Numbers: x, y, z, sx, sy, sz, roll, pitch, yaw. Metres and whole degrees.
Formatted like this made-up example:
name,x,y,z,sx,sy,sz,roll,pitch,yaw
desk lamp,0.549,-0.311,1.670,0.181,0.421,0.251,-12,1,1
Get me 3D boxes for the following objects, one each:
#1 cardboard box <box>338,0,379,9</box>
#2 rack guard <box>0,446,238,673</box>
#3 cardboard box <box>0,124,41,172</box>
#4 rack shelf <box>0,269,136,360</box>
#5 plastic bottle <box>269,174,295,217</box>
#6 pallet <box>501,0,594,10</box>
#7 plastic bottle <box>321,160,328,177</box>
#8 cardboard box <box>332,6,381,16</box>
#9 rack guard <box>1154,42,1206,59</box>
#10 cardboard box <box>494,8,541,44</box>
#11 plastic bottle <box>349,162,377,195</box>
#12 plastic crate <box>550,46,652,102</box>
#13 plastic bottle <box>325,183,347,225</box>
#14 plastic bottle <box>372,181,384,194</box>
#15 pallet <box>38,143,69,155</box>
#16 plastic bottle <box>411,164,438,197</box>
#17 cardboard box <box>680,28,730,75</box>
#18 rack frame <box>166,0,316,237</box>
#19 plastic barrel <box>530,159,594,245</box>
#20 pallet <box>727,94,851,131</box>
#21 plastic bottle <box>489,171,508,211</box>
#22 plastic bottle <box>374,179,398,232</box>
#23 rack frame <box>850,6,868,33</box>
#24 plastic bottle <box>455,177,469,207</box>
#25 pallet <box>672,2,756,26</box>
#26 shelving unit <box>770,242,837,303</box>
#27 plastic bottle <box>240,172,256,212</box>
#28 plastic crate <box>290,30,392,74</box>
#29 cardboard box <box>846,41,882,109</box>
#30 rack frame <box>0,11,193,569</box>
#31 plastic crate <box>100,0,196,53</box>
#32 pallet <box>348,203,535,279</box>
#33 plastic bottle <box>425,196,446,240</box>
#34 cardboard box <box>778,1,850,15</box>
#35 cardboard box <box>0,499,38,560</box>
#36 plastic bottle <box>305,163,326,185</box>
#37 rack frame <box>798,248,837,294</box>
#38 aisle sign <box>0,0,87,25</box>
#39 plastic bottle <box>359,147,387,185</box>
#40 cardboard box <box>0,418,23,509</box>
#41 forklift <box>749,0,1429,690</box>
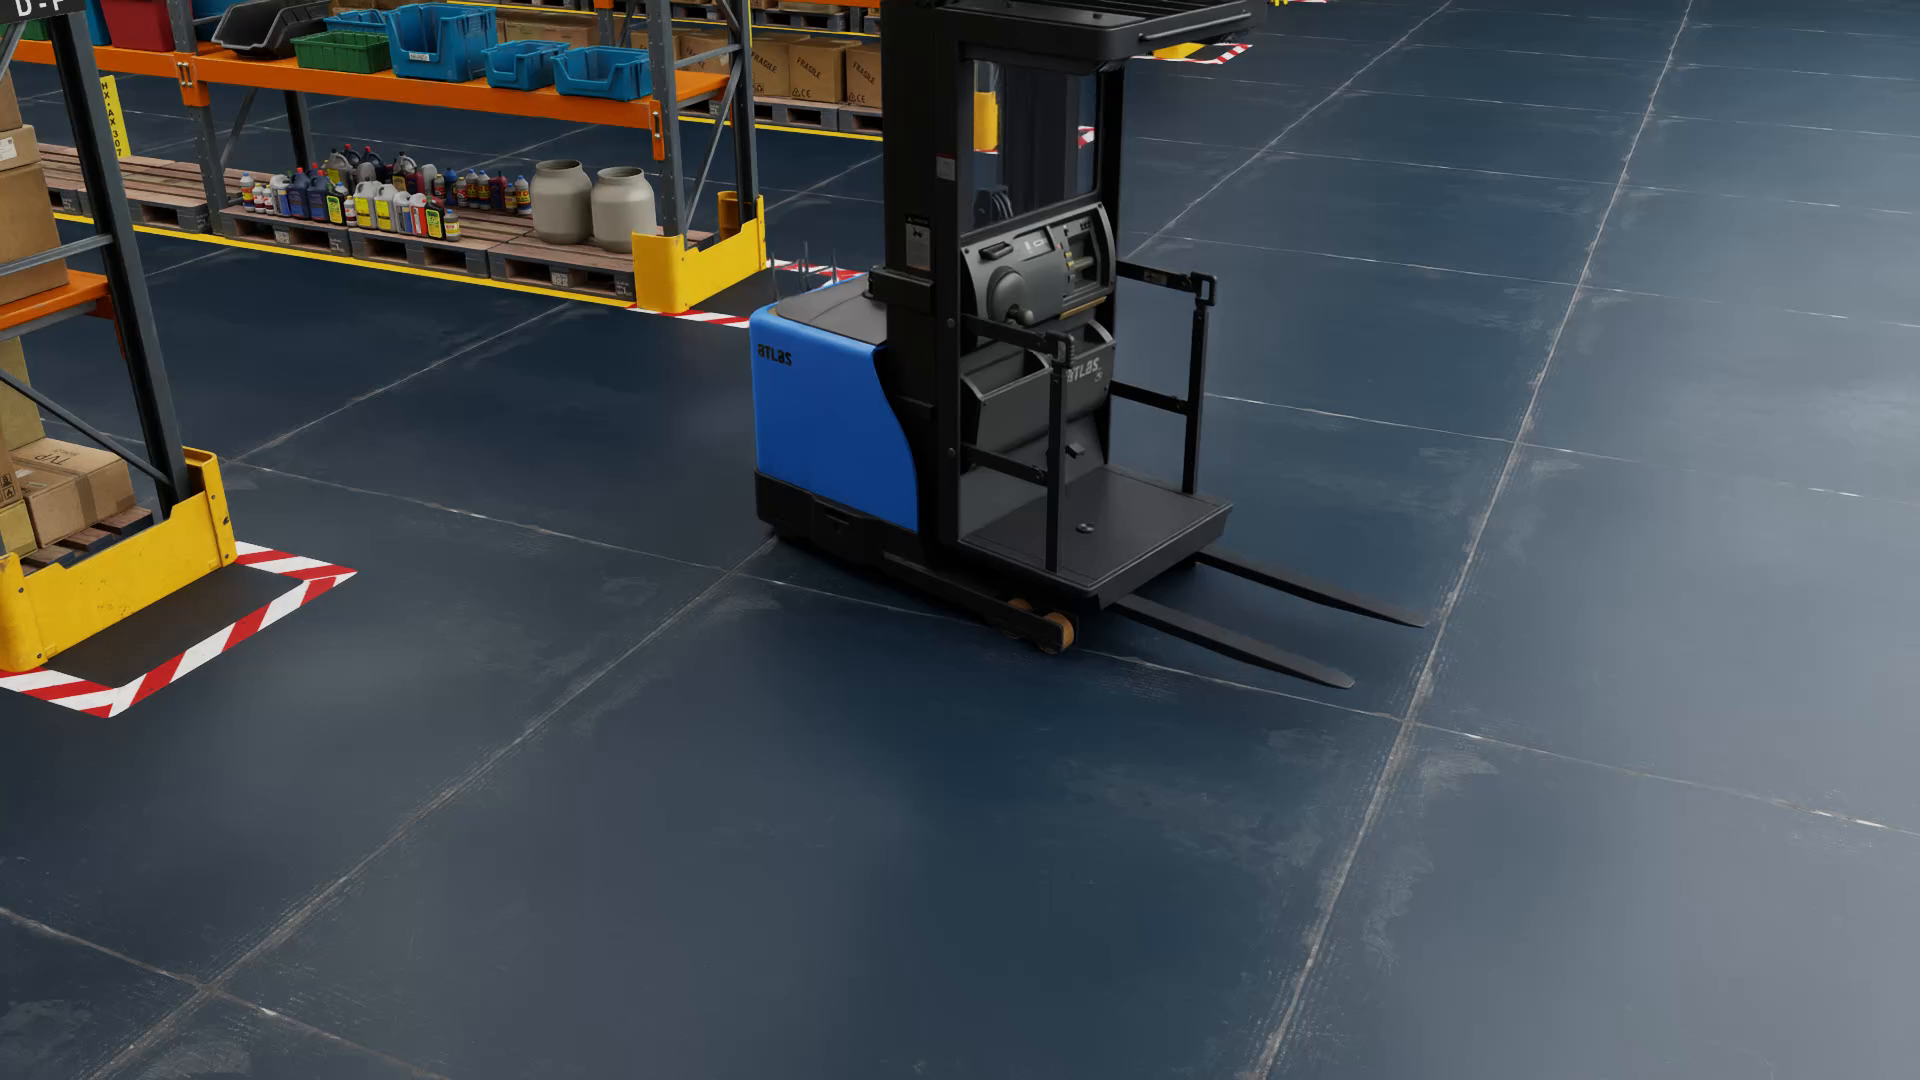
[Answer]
name,x,y,z,sx,sy,sz,roll,pitch,yaw
cardboard box,-6.249,-5.822,17.661,0.500,0.250,0.500,13,29,24
rack guard,-3.671,0.051,7.080,0.348,0.500,1.175,11,28,22
cardboard box,-3.961,-1.569,6.693,0.250,0.149,0.380,11,28,21
rack shelf,-5.514,-1.117,7.438,4.000,0.370,1.077,11,28,22
plastic bottle,-4.866,-2.490,11.996,0.135,0.276,0.152,12,29,24
pallet,-5.437,-7.388,22.517,1.213,0.211,1.003,11,28,22
plastic bottle,-4.821,-2.798,12.707,0.097,0.201,0.097,0,26,0
cardboard box,-6.253,-5.481,17.819,0.500,0.500,0.700,10,28,19
rack guard,2.578,-5.907,19.182,0.348,0.500,1.175,11,28,22
cardboard box,-4.716,-5.182,17.211,0.500,0.500,0.700,9,28,17
plastic bottle,-4.439,-2.671,12.365,0.135,0.276,0.152,11,28,22
plastic crate,-2.219,-2.970,10.555,0.616,0.251,0.499,11,28,22
plastic bottle,-4.412,-2.380,11.765,0.133,0.283,0.061,13,29,24
plastic bottle,-4.120,-2.410,11.834,0.135,0.276,0.152,11,28,22
pallet,-8.232,-3.120,13.848,1.213,0.211,1.003,11,28,22
plastic bottle,-3.960,-2.645,12.312,0.135,0.276,0.152,12,29,23
cardboard box,-2.358,-4.664,16.183,0.500,0.500,0.500,22,34,38
rack frame,-5.280,-3.797,12.066,0.127,3.000,1.000,11,28,22
plastic barrel,-2.726,-2.319,11.405,0.421,0.512,0.421,0,26,0
pallet,-1.490,-4.206,16.054,1.213,0.211,1.003,11,28,22
plastic bottle,-3.359,-2.550,12.110,0.133,0.283,0.061,12,29,23
plastic bottle,-3.989,-2.345,11.618,0.185,0.351,0.144,13,29,24
rack frame,-1.085,-7.764,20.124,0.127,3.000,1.000,11,28,22
plastic bottle,-3.654,-2.563,12.230,0.097,0.201,0.097,0,26,0
pallet,-2.933,-6.846,21.417,1.213,0.211,1.003,11,28,22
shelving unit,-0.726,-0.812,8.036,0.189,1.200,0.258,19,32,36
plastic bottle,-5.172,-2.536,12.095,0.097,0.271,0.097,0,26,0
plastic crate,-4.161,-3.340,11.378,0.662,0.188,0.450,11,28,22
cardboard box,-0.709,-4.340,15.524,0.500,0.500,0.500,20,33,35
rack frame,-3.693,-1.074,6.536,0.127,3.000,1.000,11,28,22
plastic crate,-5.848,-3.791,11.982,0.583,0.464,0.402,11,28,22
pallet,-3.572,-2.184,11.946,1.213,0.211,1.003,11,28,22
plastic bottle,-3.606,-2.218,11.436,0.133,0.283,0.061,12,29,23
cardboard box,-1.687,-7.021,20.685,0.750,0.750,1.050,11,28,22
cardboard box,-4.303,-0.009,7.009,0.500,0.250,0.500,11,28,22
plastic bottle,-4.658,-2.549,12.033,0.185,0.351,0.144,11,28,22
rack frame,-0.657,-0.787,7.982,0.006,1.200,0.240,19,32,36
aisle sign,-3.506,-2.352,6.188,0.004,0.787,0.394,11,28,22
plastic bottle,-4.400,-2.769,12.479,0.185,0.351,0.144,10,28,19
cardboard box,-4.304,-0.344,6.842,0.500,0.500,0.500,11,28,22
forklift,0.493,-1.112,6.690,3.031,2.935,1.130,21,33,36
